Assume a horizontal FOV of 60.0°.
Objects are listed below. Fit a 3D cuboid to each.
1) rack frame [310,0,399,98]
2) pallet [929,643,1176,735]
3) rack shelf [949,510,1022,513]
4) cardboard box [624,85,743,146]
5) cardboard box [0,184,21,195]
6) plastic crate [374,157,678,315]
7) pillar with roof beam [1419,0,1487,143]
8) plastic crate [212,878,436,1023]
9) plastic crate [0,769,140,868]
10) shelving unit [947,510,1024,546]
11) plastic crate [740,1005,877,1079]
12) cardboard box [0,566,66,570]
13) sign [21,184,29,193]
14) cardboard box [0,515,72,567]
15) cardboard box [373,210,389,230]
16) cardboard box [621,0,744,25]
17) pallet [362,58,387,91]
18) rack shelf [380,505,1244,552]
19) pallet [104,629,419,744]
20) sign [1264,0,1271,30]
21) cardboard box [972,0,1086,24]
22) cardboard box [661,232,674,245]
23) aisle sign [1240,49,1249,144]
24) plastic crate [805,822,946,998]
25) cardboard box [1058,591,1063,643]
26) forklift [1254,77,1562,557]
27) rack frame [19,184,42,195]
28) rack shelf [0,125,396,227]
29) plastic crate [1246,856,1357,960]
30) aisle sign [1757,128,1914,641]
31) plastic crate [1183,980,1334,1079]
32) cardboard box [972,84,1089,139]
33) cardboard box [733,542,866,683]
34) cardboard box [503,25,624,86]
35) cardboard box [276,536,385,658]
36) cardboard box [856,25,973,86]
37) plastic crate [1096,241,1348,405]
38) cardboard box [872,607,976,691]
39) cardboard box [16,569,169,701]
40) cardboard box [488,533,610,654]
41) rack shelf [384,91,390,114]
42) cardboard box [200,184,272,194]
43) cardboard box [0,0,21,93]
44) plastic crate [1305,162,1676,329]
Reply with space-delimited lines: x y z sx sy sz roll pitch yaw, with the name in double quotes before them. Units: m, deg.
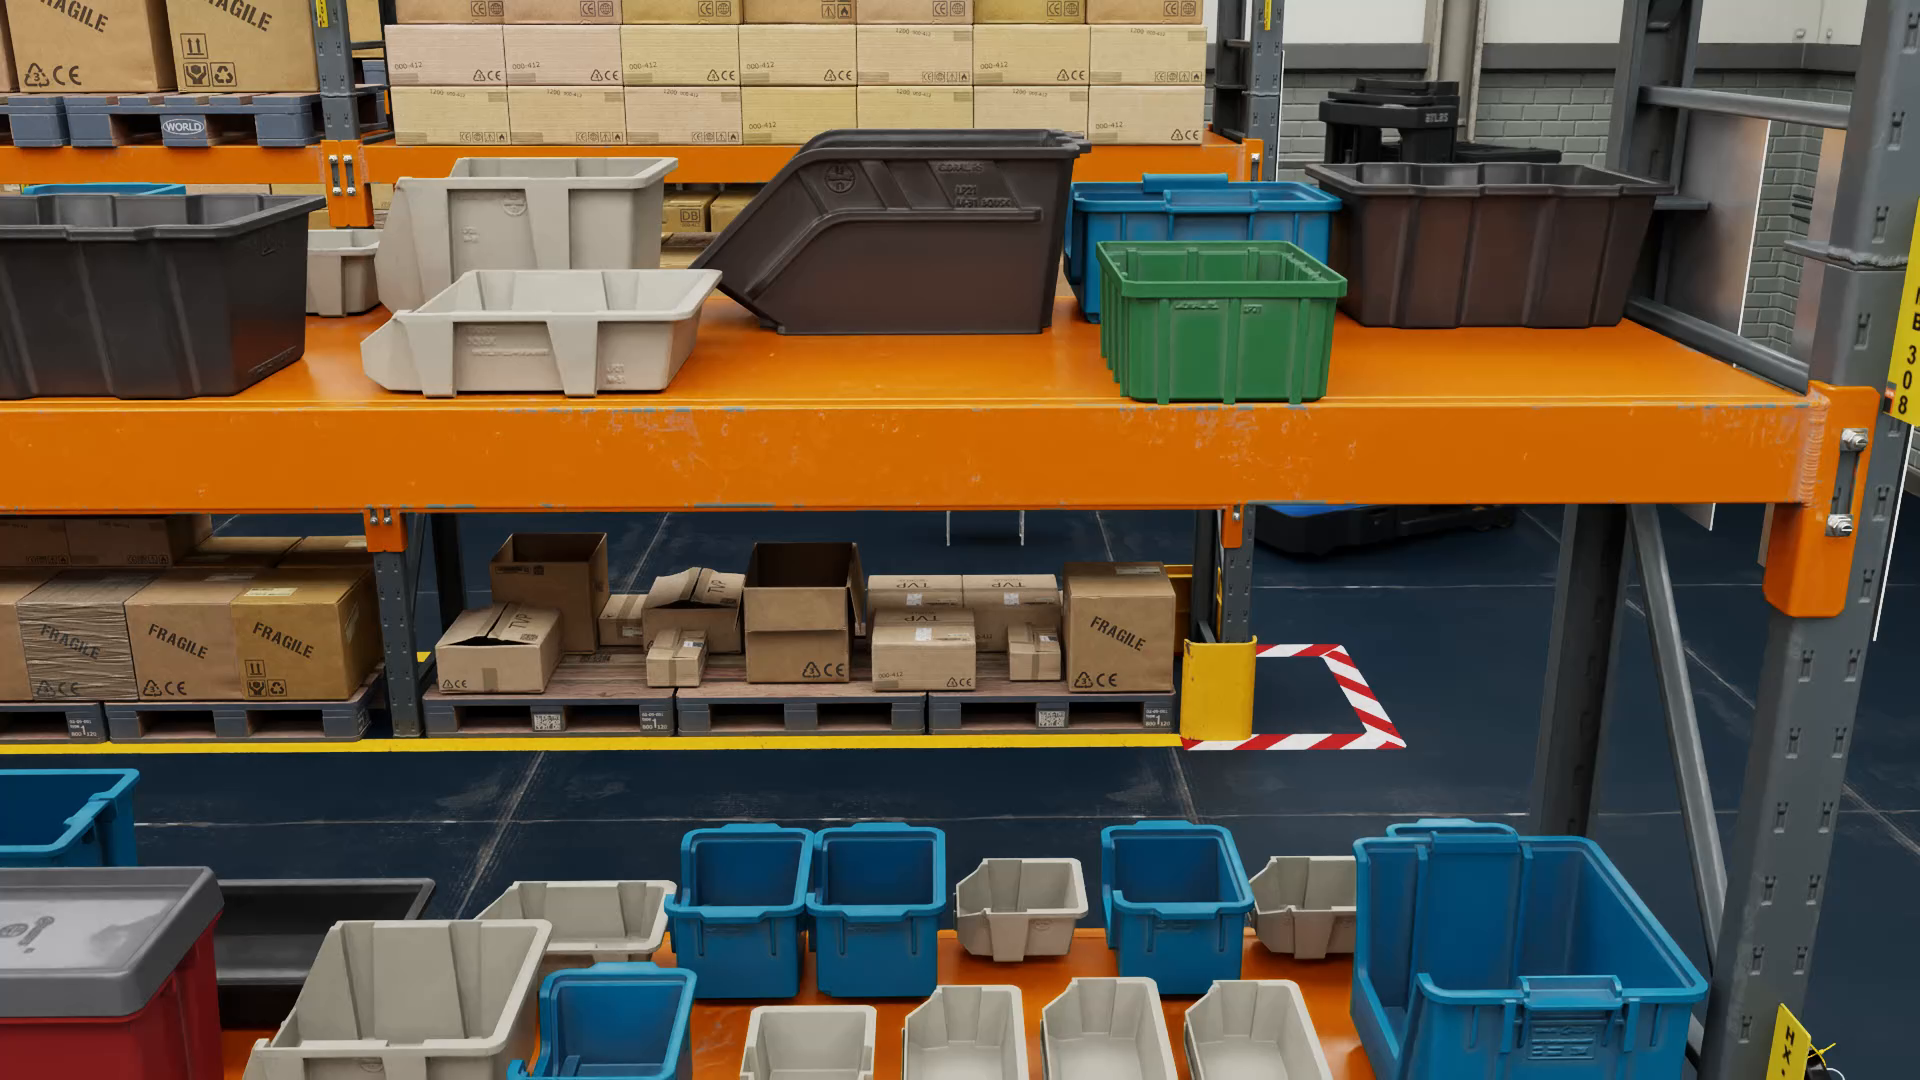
"rack frame" -2.687 -3.475 7.149 0.127 3.000 1.000 0 18 -1
"pallet" 0.439 0.695 8.537 1.213 0.211 1.003 0 18 -1
"rack shelf" 0.165 -0.283 10.960 0.480 0.148 0.258 0 18 -1
"cardboard box" -1.197 -1.905 7.411 0.500 0.250 0.500 0 18 -1
"cardboard box" -7.113 -2.667 12.506 0.250 0.149 0.380 -3 18 -8
"plastic crate" -0.834 -0.580 3.229 0.530 0.282 0.437 0 18 -1
"pillar with roof beam" 3.984 -3.970 8.690 0.400 9.000 9.100 0 18 -1
"plastic crate" -1.498 0.909 3.654 0.590 0.125 0.437 0 18 -1
"plastic crate" -2.151 0.767 3.674 0.575 0.384 0.392 0 18 -1
"shelving unit" 0.165 -0.572 10.867 0.503 1.200 0.258 0 18 -1
"plastic crate" -0.289 1.044 3.215 0.250 0.136 0.298 0 18 -1
"cardboard box" -4.713 0.299 8.578 0.500 0.500 0.500 -1 18 -3
"sign" -6.750 -2.460 12.040 0.005 0.325 0.100 0 18 -1
"cardboard box" -4.676 -0.059 8.467 0.500 0.250 0.500 -1 18 -2
"cardboard box" -4.239 -2.246 12.454 0.500 0.500 0.500 0 18 -1
"cardboard box" -1.199 -2.548 7.368 0.500 0.500 0.700 0 18 -1
"pallet" -3.685 -3.449 12.292 1.217 0.209 0.805 -1 18 -3
"rack shelf" -0.687 -0.286 8.205 4.000 0.370 1.077 0 18 -1
"pallet" -3.500 0.725 8.443 1.213 0.211 1.003 0 18 -1
"sign" 1.301 -2.318 7.003 0.005 0.325 0.100 0 18 -1
"cardboard box" 0.298 -2.606 7.549 0.500 0.500 0.700 0 18 -1
"cardboard box" -1.673 -1.227 8.161 0.500 0.500 0.500 -1 18 -2
"aisle sign" 1.376 -1.966 8.009 0.004 0.787 0.394 0 18 -1
"plastic crate" -0.182 0.833 3.715 0.300 0.233 0.416 0 18 -1
"cardboard box" 0.638 0.400 8.808 0.250 0.166 0.380 0 18 -1
"forklift" 3.212 -1.587 11.196 3.031 2.935 1.130 -9 20 -26
"rack frame" -6.768 -2.112 12.721 0.127 3.000 1.000 0 18 -1
"rack shelf" -4.687 -1.695 7.687 4.000 0.370 1.077 0 18 -1
"plastic crate" 0.813 0.849 3.824 0.298 0.136 0.250 0 18 -1
"aisle sign" 1.463 -0.274 2.734 0.004 0.787 0.394 0 18 -1
"plastic crate" 0.574 1.031 3.255 0.243 0.136 0.396 0 18 -1
"cardboard box" 0.303 -1.913 7.434 0.500 0.250 0.500 0 18 -1
"cardboard box" -0.809 0.350 8.412 0.637 0.503 0.797 0 18 -1
"cardboard box" -1.697 -2.143 7.333 0.500 0.250 0.500 0 18 -1
"cardboard box" -3.175 0.290 8.604 0.500 0.500 0.500 -1 18 -3
"cardboard box" -0.197 -2.149 7.351 0.500 0.250 0.500 0 18 -1
"plastic crate" 0.405 -0.360 2.696 0.336 0.188 0.450 0 18 -1
"cardboard box" -0.178 0.535 8.249 0.500 0.250 0.500 0 18 -1
"cardboard box" -4.172 0.454 8.093 0.500 0.500 0.500 0 18 0
"cardboard box" -2.122 0.273 8.658 0.500 0.500 0.500 0 18 -1
"rack shelf" -4.769 -3.208 12.403 4.000 0.370 1.077 0 18 -1
"cardboard box" -5.273 -2.598 12.324 0.500 0.250 0.500 0 18 0
"cardboard box" -4.526 -2.355 7.552 0.600 0.600 0.600 -1 18 -3
"plastic crate" 0.998 -0.574 3.230 0.590 0.269 0.497 0 18 -1
